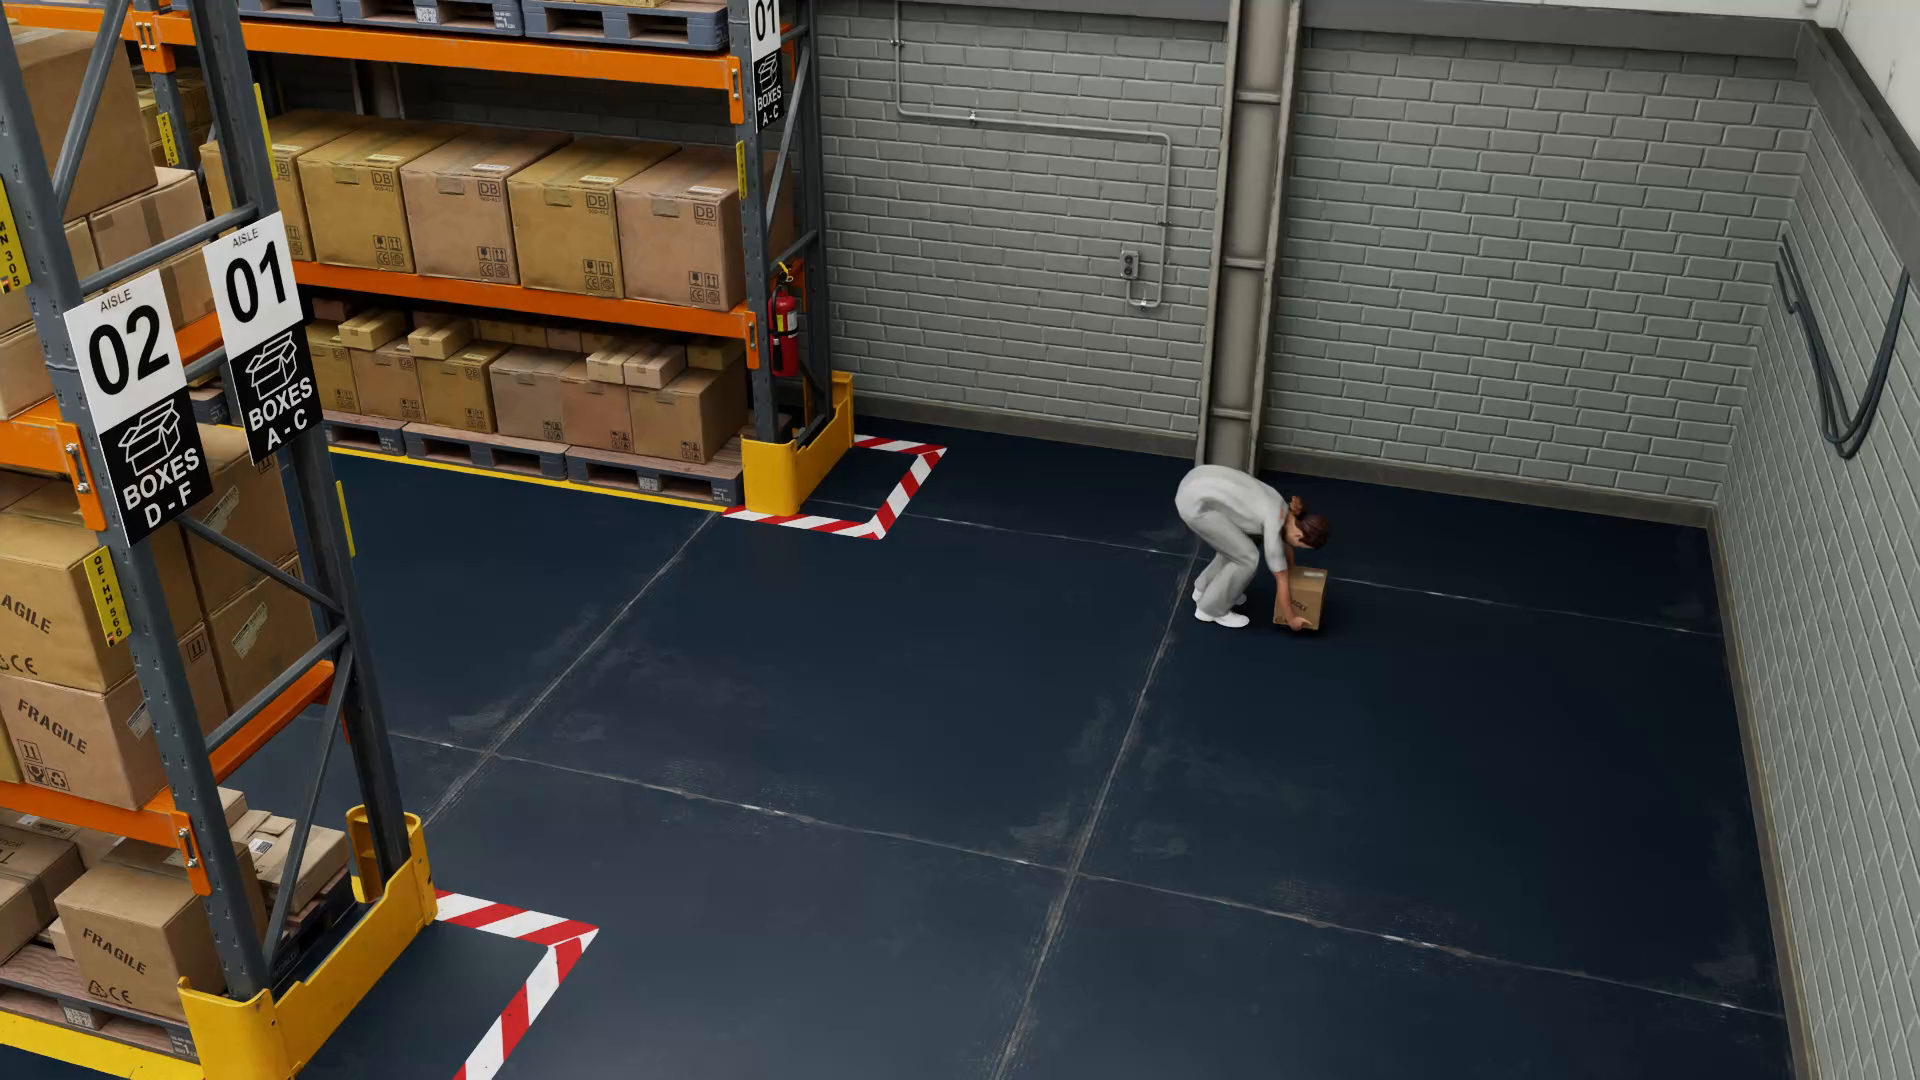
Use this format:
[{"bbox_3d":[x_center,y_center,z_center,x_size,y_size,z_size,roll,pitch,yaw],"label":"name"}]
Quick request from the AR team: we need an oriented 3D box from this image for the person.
[{"bbox_3d":[1.608,0.036,9.235,0.847,0.892,0.462,7,30,12],"label":"person"}]
